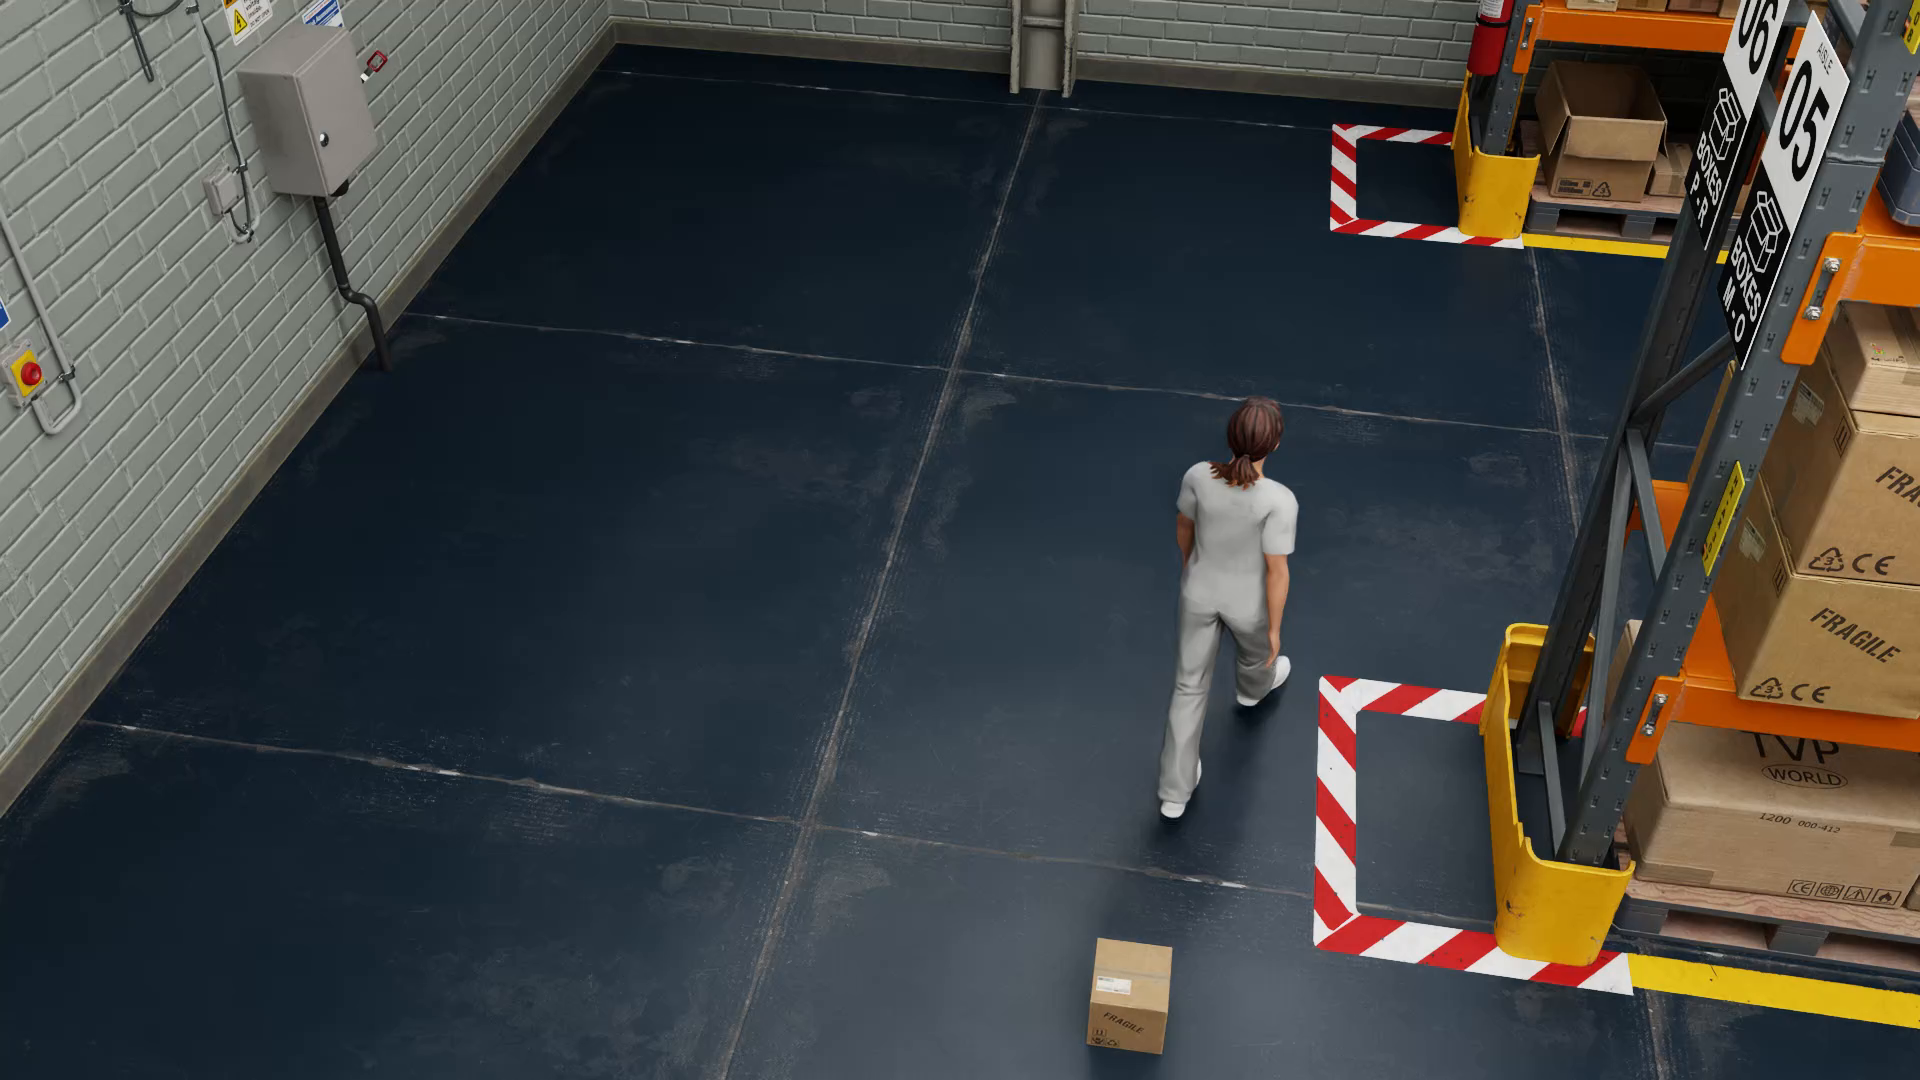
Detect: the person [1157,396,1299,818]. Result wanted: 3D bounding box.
[{"bbox_3d":[0.984,0.151,5.969,0.477,1.610,0.975,18,44,19],"label":"person"}]
